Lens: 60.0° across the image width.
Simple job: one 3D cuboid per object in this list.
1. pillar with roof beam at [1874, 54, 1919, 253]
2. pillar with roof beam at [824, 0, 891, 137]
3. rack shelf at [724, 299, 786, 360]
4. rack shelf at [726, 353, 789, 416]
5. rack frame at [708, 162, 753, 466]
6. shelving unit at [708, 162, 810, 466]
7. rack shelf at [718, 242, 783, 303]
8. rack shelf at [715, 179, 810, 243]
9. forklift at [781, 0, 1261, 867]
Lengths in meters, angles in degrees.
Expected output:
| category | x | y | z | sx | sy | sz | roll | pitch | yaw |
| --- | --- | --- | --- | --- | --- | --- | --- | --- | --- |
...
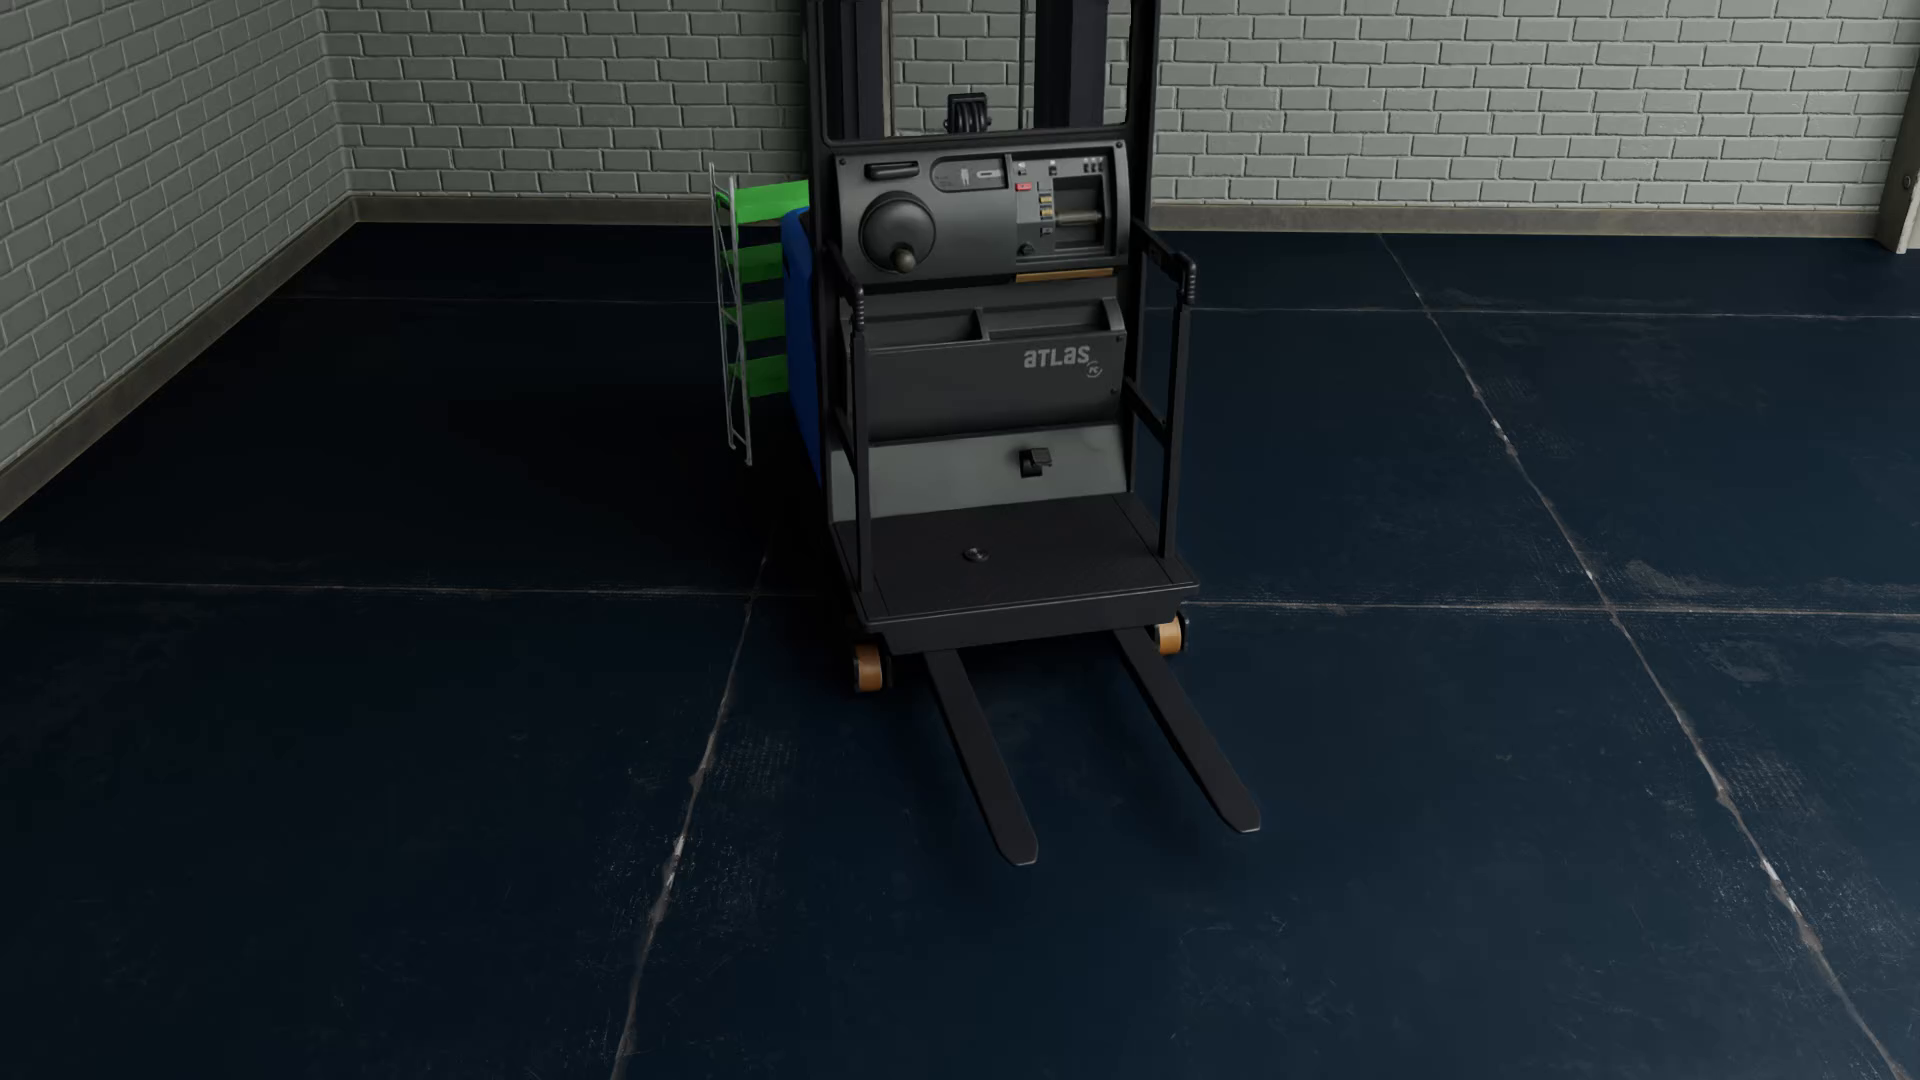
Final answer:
| category | x | y | z | sx | sy | sz | roll | pitch | yaw |
| --- | --- | --- | --- | --- | --- | --- | --- | --- | --- |
| pillar with roof beam | 5.263 | -3.627 | 3.484 | 0.400 | 9.000 | 9.100 | 1 | 28 | 2 |
| pillar with roof beam | -0.733 | -3.726 | 3.671 | 0.400 | 9.000 | 9.100 | 1 | 28 | 2 |
| rack shelf | -0.698 | -0.881 | 6.766 | 0.480 | 0.148 | 0.258 | -14 | 30 | -24 |
| rack shelf | -0.697 | -0.669 | 6.878 | 0.480 | 0.148 | 0.258 | -14 | 30 | -24 |
| rack frame | -0.915 | -0.886 | 6.638 | 0.015 | 1.200 | 0.240 | -14 | 30 | -24 |
| shelving unit | -0.698 | -0.938 | 6.737 | 0.503 | 1.200 | 0.258 | -14 | 30 | -24 |
| rack shelf | -0.699 | -1.094 | 6.655 | 0.480 | 0.148 | 0.258 | -14 | 30 | -24 |
| rack shelf | -0.699 | -1.307 | 6.544 | 0.480 | 0.148 | 0.258 | -14 | 30 | -24 |
| forklift | 0.127 | -0.998 | 5.004 | 1.130 | 2.935 | 3.031 | -6 | 29 | -11 |
